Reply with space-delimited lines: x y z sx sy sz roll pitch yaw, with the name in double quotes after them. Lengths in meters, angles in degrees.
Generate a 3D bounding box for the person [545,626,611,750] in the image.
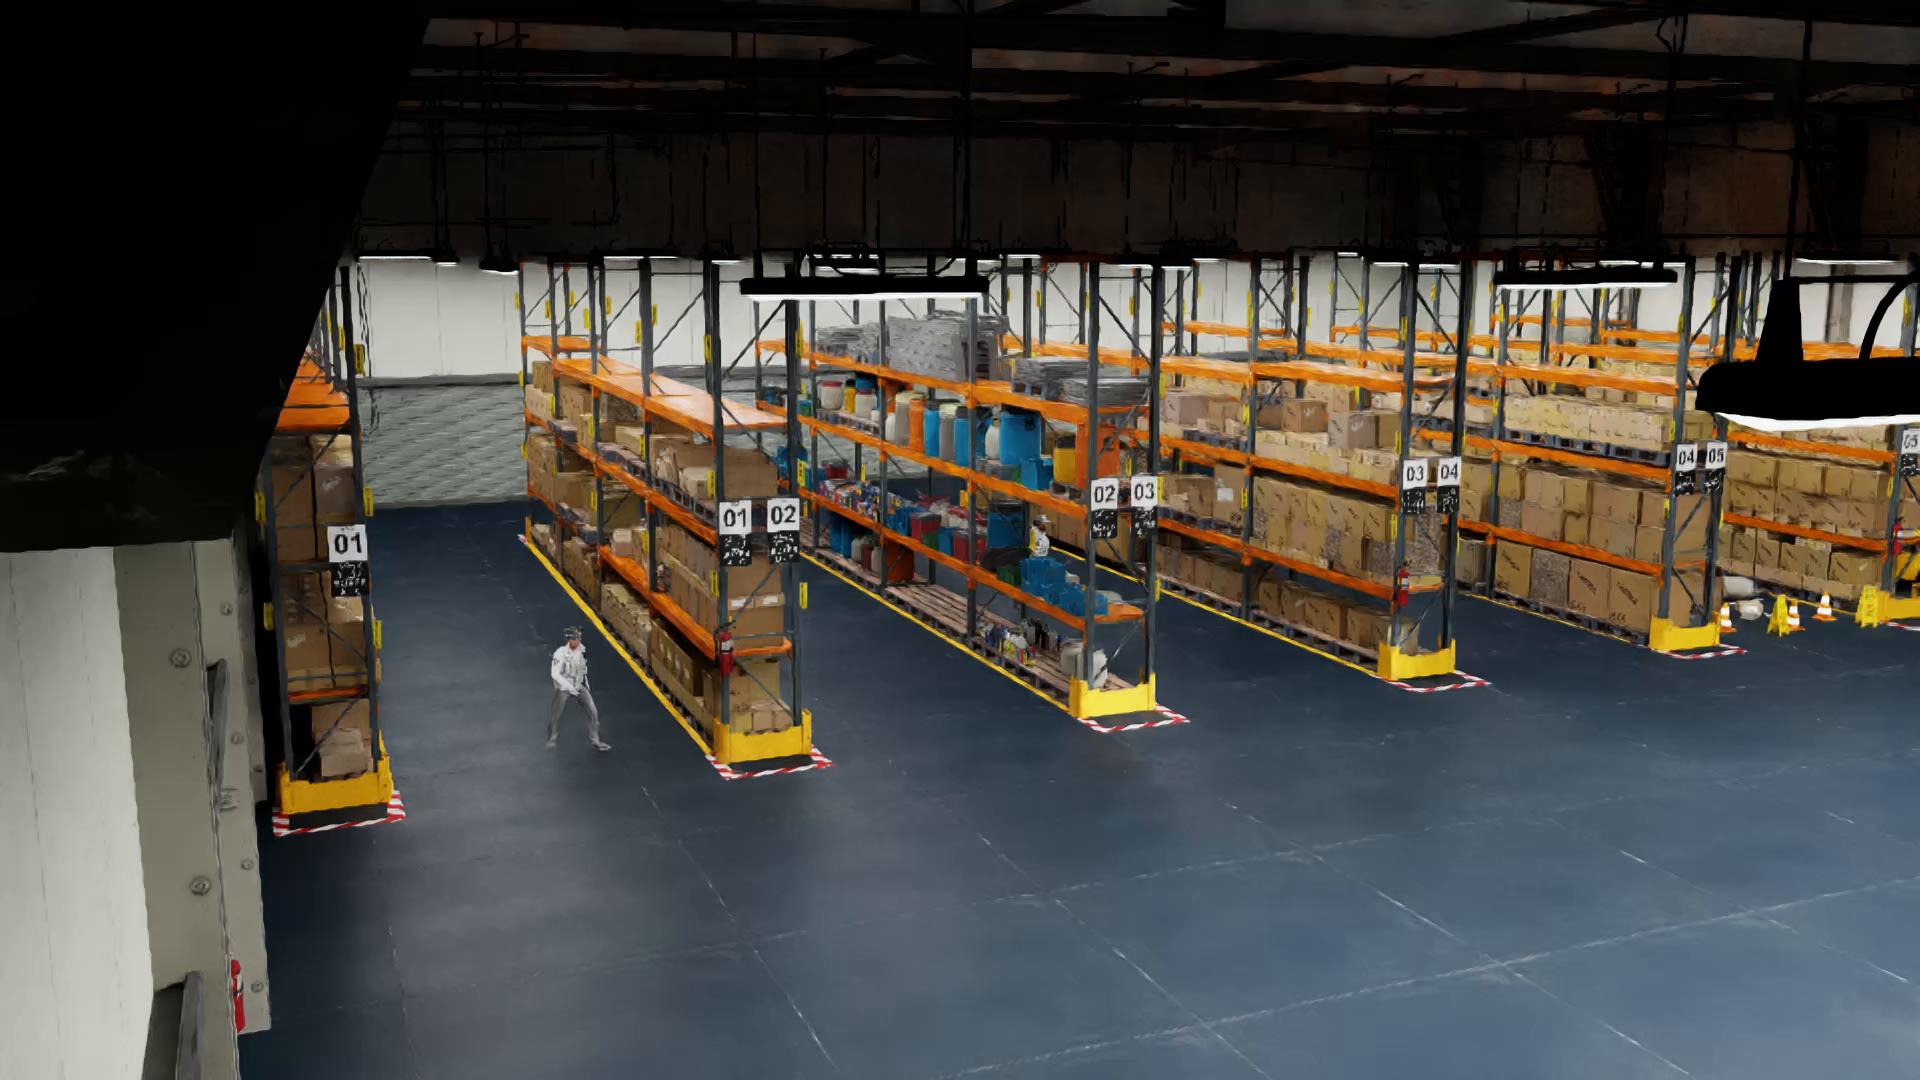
-4.811 1.821 20.579 0.643 1.612 0.794 -9 13 -39 "person"

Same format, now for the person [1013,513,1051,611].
1.233 0.351 27.052 0.729 1.609 0.621 8 13 38 "person"
